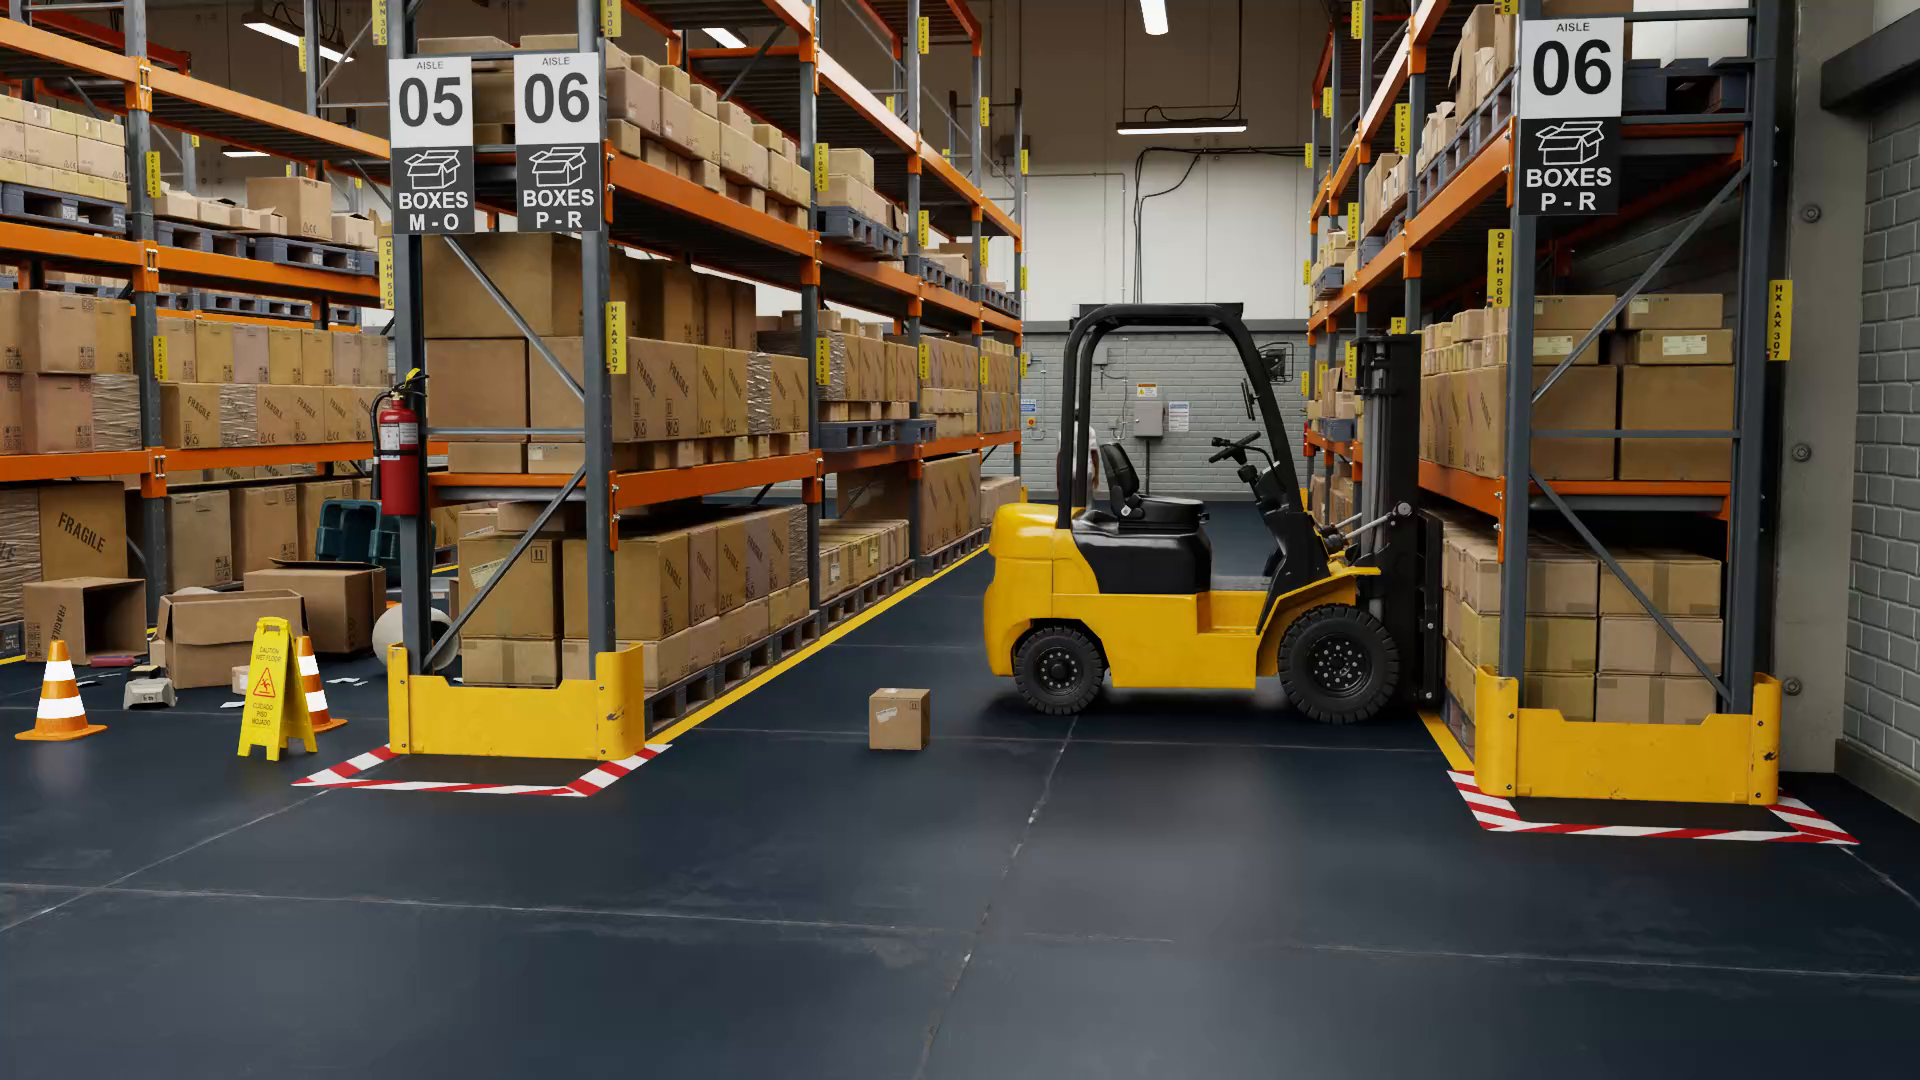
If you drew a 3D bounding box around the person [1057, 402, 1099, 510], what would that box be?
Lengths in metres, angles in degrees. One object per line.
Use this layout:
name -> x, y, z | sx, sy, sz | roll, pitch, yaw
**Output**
person -> 1.338, -0.739, 18.879 | 0.480, 1.661, 0.553 | 0, 5, 5
